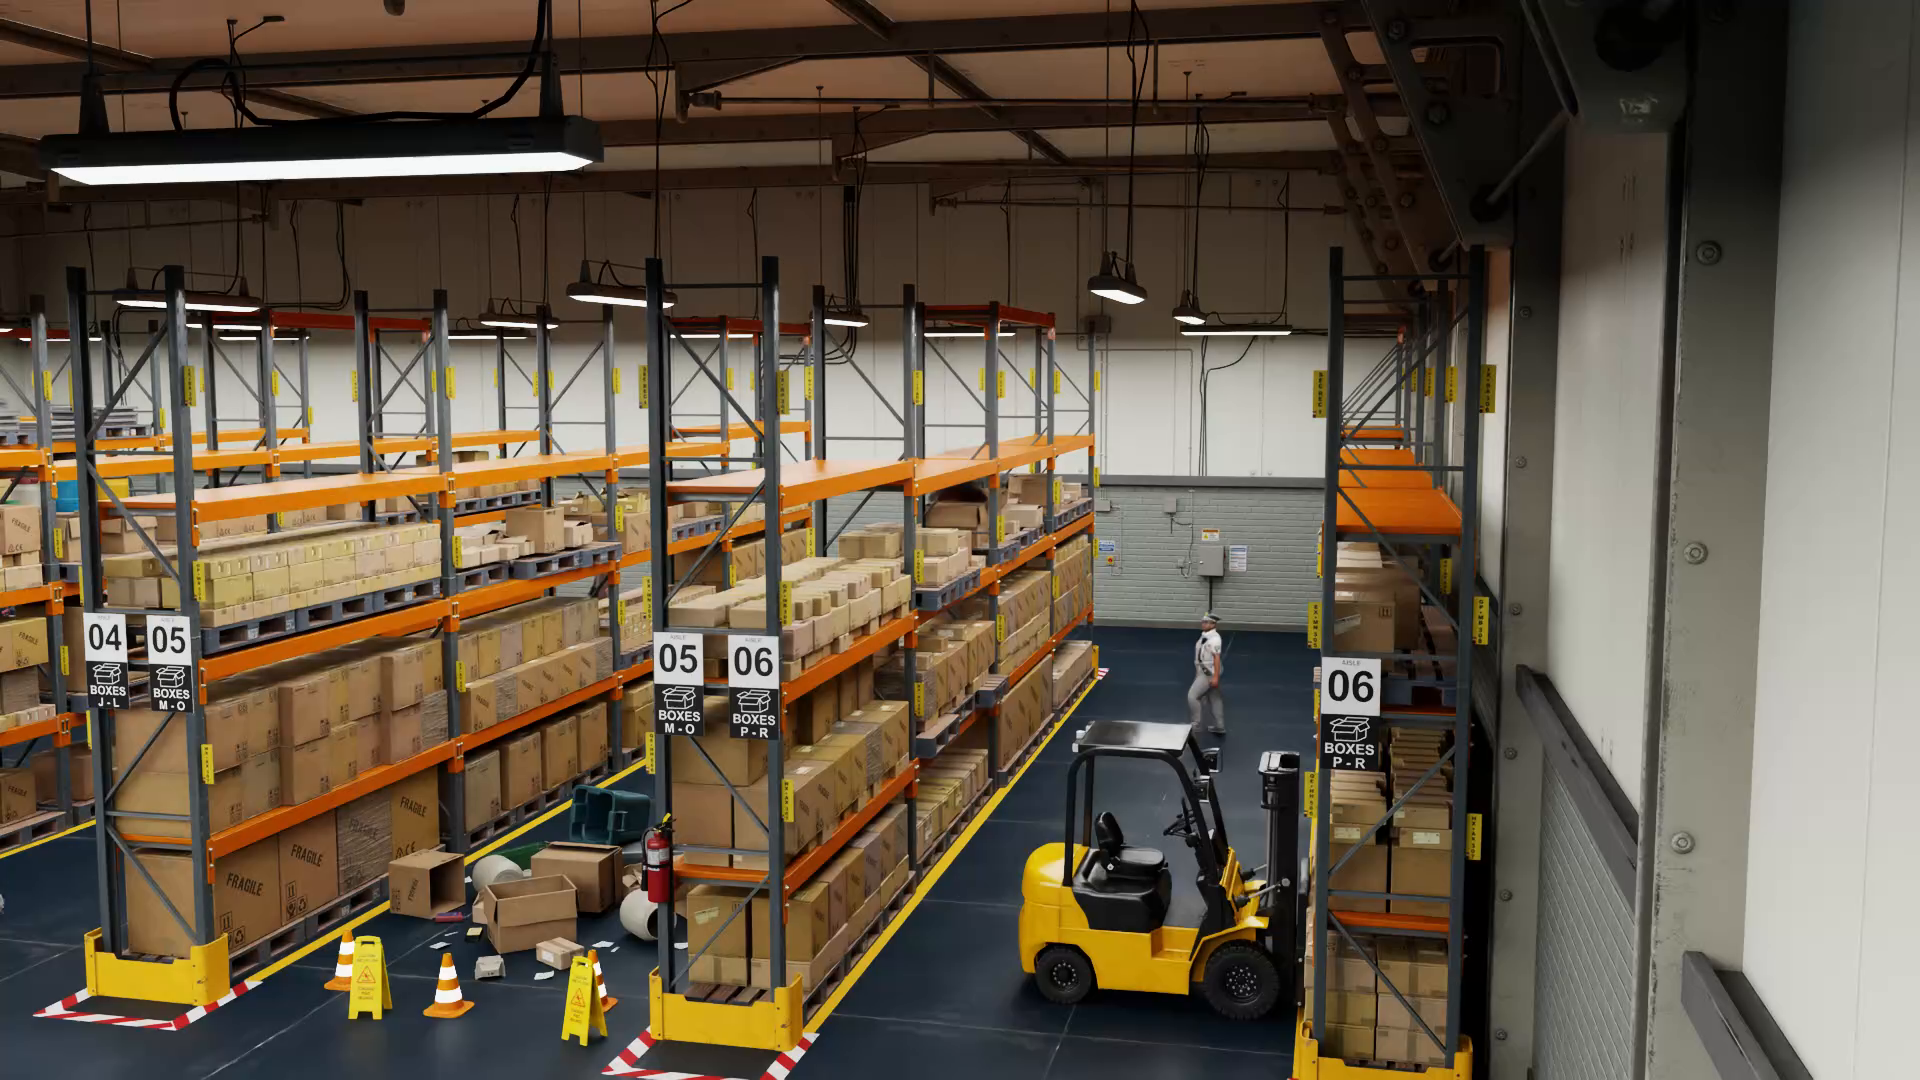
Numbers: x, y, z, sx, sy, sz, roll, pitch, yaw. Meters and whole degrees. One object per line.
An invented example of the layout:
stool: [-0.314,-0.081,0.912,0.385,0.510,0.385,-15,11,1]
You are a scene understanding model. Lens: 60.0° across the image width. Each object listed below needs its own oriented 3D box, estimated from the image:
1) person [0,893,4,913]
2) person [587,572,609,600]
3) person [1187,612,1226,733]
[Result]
person: [-8.204,2.904,13.622,0.799,1.793,0.526,5,8,40]
person: [-7.127,0.979,32.959,0.640,1.833,0.434,4,7,33]
person: [3.469,1.894,23.717,0.633,1.766,0.591,1,6,13]
